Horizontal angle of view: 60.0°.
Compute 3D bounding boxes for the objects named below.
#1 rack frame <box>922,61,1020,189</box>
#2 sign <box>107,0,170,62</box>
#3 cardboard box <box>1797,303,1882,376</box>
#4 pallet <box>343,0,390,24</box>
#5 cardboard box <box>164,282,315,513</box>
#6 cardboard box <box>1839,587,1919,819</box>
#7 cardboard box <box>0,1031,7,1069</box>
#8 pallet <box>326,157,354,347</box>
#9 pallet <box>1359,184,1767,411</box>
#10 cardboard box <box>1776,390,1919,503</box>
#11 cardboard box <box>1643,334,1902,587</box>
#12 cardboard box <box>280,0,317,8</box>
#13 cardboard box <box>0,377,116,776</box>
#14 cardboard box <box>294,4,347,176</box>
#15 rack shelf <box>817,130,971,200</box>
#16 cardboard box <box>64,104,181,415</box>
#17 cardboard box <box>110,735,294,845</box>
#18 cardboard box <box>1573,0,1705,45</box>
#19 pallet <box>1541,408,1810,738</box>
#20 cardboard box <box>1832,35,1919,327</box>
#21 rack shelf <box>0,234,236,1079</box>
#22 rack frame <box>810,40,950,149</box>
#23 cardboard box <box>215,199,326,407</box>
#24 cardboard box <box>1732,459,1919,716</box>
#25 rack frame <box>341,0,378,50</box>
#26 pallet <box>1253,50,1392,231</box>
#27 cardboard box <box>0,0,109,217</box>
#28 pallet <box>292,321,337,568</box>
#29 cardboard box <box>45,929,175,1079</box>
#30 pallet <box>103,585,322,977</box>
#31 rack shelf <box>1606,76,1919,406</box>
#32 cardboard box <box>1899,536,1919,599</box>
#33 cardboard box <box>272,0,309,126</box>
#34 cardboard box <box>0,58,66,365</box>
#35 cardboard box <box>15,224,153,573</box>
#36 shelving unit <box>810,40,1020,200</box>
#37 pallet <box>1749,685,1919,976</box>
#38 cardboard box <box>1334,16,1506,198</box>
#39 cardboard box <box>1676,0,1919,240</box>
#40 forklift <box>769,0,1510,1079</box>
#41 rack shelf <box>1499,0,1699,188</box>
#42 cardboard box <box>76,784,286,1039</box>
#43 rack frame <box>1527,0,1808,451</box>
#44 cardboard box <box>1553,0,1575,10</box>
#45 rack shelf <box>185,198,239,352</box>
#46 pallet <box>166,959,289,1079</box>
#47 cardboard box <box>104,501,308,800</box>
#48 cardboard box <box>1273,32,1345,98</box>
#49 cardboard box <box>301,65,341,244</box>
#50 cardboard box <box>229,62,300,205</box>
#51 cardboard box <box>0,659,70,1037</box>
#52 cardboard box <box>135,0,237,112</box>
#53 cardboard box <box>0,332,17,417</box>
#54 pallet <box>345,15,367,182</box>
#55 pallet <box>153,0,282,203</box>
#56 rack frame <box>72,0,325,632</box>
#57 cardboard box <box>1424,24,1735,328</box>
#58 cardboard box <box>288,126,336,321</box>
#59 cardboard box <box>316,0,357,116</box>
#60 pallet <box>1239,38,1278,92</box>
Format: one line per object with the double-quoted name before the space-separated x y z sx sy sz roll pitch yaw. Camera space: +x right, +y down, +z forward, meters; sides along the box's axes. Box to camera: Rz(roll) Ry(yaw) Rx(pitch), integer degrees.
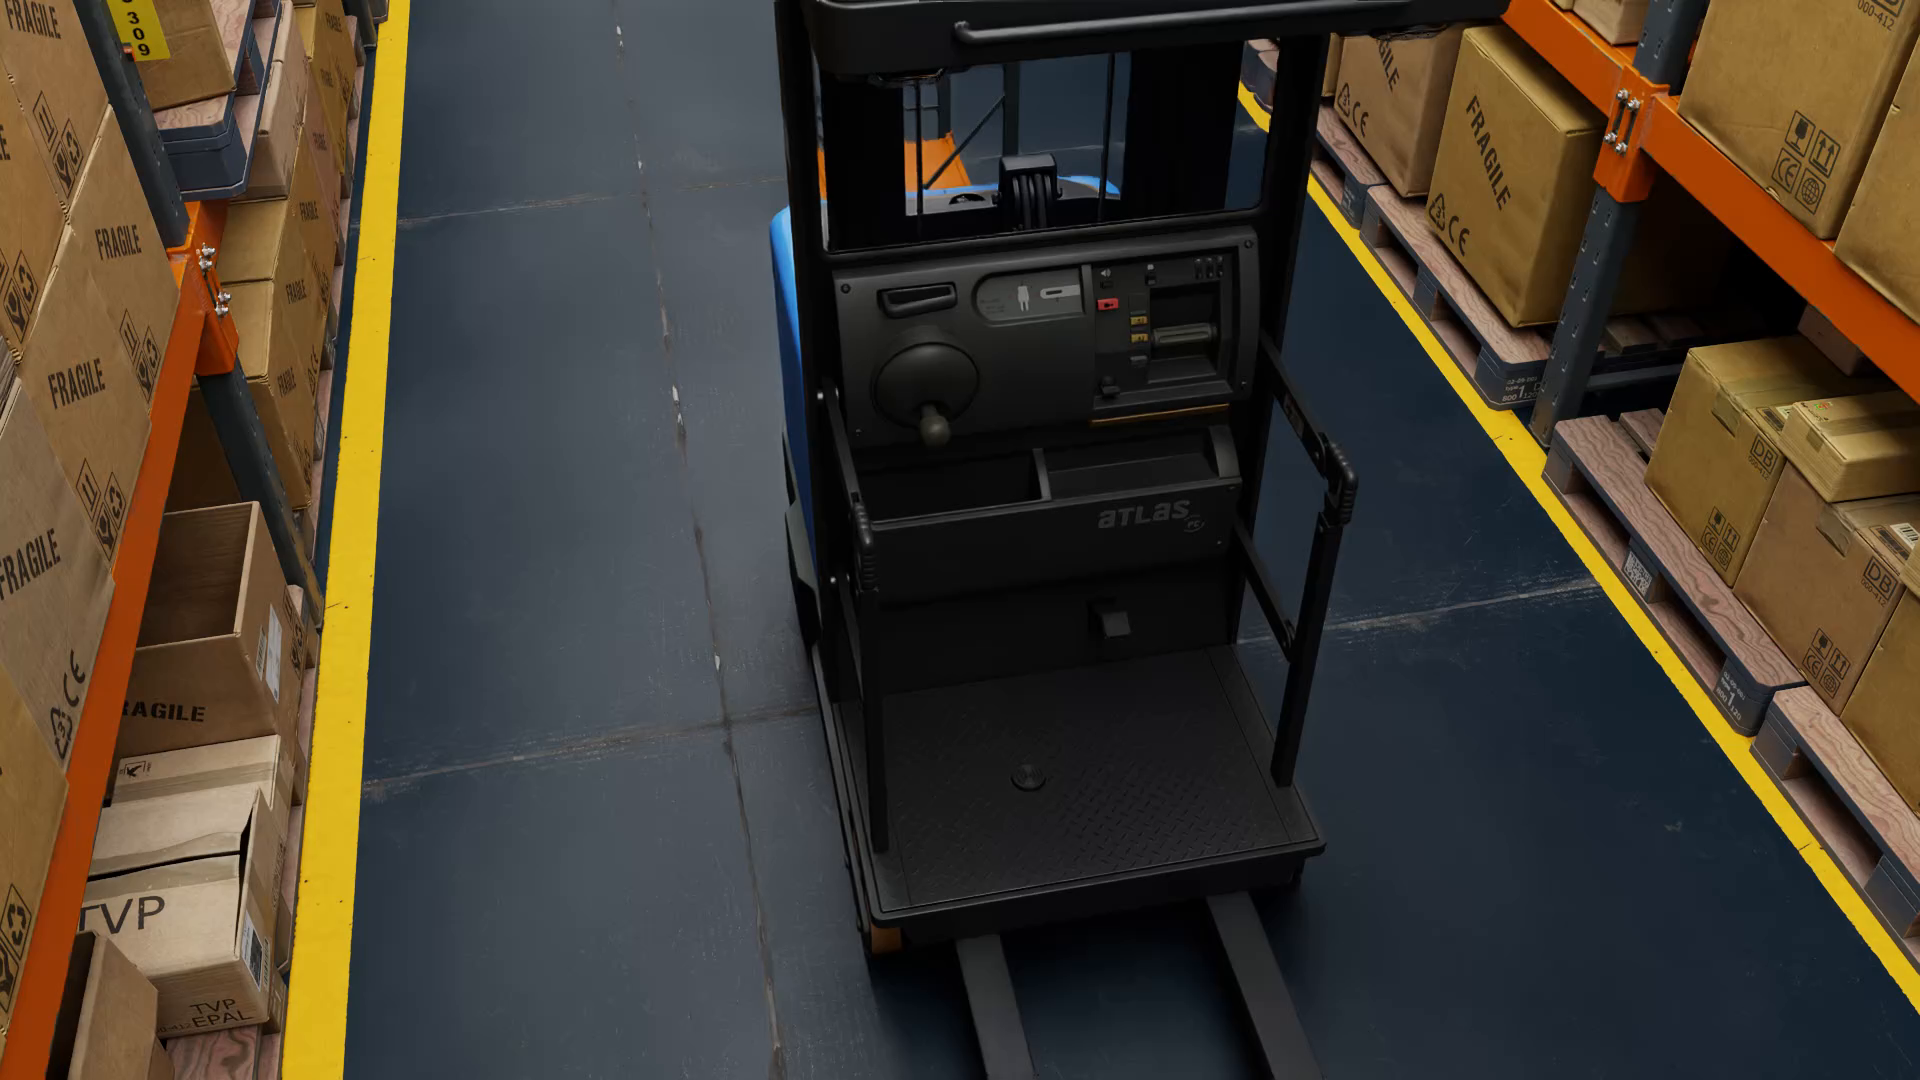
"rack frame" -0.080 -0.828 5.053 0.500 1.500 0.032 -8 42 -9
"sign" -1.870 -1.228 3.721 0.100 0.325 0.005 -8 42 -9
"cardboard box" 2.662 -0.621 4.768 0.380 0.149 0.250 -9 42 -10
"pallet" -3.401 -2.910 8.369 1.003 0.211 1.213 -8 42 -9
"cardboard box" -2.265 -0.399 4.992 0.500 0.500 0.500 -10 43 -11
"cardboard box" 2.713 0.403 4.103 0.700 0.500 0.500 -7 42 -8
"cardboard box" -1.595 0.750 2.071 0.500 0.500 0.500 -8 42 -9
"pallet" -2.877 -1.092 6.322 1.003 0.211 1.213 -8 42 -9
"pallet" 2.198 -0.980 6.195 1.003 0.211 1.213 -8 42 -9
"cardboard box" 2.395 -0.250 4.351 0.380 0.149 0.250 -7 42 -8
"cardboard box" 2.499 -0.256 4.846 0.700 0.500 0.500 -8 42 -9
"cardboard box" -2.814 -2.316 6.586 0.500 0.250 0.500 -7 42 -8
"cardboard box" -1.814 0.095 2.808 0.500 0.500 0.500 -7 42 -8
"cardboard box" -2.719 -1.735 6.497 0.500 0.500 0.500 -10 43 -11
"rack shelf" -0.181 -1.025 5.545 0.538 0.185 1.000 -8 42 -9
"cardboard box" -2.040 -0.571 3.559 0.500 0.500 0.500 -8 42 -9
"cardboard box" -1.859 0.644 4.081 0.380 0.149 0.250 -8 42 -9
"cardboard box" 2.089 -1.625 4.996 0.380 0.149 0.250 -8 42 -9
"pallet" 2.526 0.014 5.076 1.003 0.211 1.213 -8 42 -9
"cardboard box" 2.691 -0.818 3.685 0.980 0.700 0.700 -9 42 -10
"rack shelf" -1.966 0.744 2.694 1.077 0.370 4.000 -8 42 -9
"rack frame" -0.282 -1.490 5.799 0.500 1.500 0.032 -8 42 -9
"cardboard box" -2.391 -0.743 5.379 0.500 0.500 0.500 -8 42 -9
"cardboard box" 2.604 0.070 4.478 0.700 0.500 0.500 -9 42 -10
"rack frame" -3.262 -3.414 6.836 1.000 3.000 0.127 -8 42 -9
"pallet" 1.931 -1.772 7.087 1.003 0.211 1.213 -8 42 -9
"cardboard box" -2.036 -0.942 3.223 0.500 0.500 0.500 -8 42 -9
"pallet" -2.611 -0.300 5.429 1.003 0.211 1.213 -8 42 -9
"cardboard box" -1.988 1.165 3.227 0.797 0.503 0.637 -8 42 -9
"pallet" -2.251 0.667 4.340 1.003 0.211 1.213 -8 42 -9
"rack shelf" 2.870 0.032 3.496 1.077 0.370 4.000 -8 42 -9
"cardboard box" 2.508 0.088 3.970 0.380 0.149 0.250 -9 42 -11
"cardboard box" -2.589 -1.653 5.839 0.500 0.250 0.500 -9 42 -10
"cardboard box" -1.923 -0.610 2.849 0.500 0.500 0.500 -9 42 -10
"cardboard box" -1.927 -0.237 3.182 0.500 0.500 0.500 -7 42 -8
"shelving unit" -0.179 -1.153 5.419 0.587 1.500 1.083 -8 42 -9
"pallet" 2.792 0.806 4.183 1.003 0.211 1.213 -8 42 -9
"cardboard box" 1.976 -1.865 6.394 0.750 0.750 0.750 -7 42 -8
"cardboard box" 2.539 -1.291 4.219 0.980 0.700 0.700 -8 42 -9
"forklift" 0.242 -0.352 3.438 1.130 2.935 3.031 -8 42 -9
"rack shelf" 2.006 -2.561 6.417 1.077 0.370 4.000 -8 42 -9
"cardboard box" -1.836 0.835 3.744 0.500 0.311 0.500 -8 42 -9
"rack frame" 2.438 -1.533 4.718 1.000 3.000 0.127 -8 42 -9
"cardboard box" 2.011 -1.786 5.176 0.380 0.149 0.250 -8 42 -8
"rack shelf" -2.830 -1.848 5.615 1.077 0.370 4.000 -8 42 -9
"pallet" -1.984 1.460 3.447 1.003 0.211 1.213 -8 42 -9
"cardboard box" -1.998 0.278 4.229 0.500 0.500 0.500 -8 42 -9
"cardboard box" 1.788 -2.415 7.014 0.750 0.750 0.750 -9 42 -9
"cardboard box" -2.600 -1.396 6.115 0.500 0.500 0.500 -10 43 -11
"cardboard box" -2.480 -1.328 5.473 0.500 0.250 0.500 -8 42 -9
"cardboard box" -1.701 0.425 2.436 0.500 0.500 0.500 -8 42 -9
"cardboard box" -2.282 -1.355 4.125 0.700 0.500 0.500 -23 46 -23
"cardboard box" -1.814 -0.283 2.481 0.500 0.500 0.500 -8 42 -9
"pallet" -3.137 -1.882 7.211 1.003 0.211 1.213 -8 42 -9
"pallet" -2.464 -1.283 4.580 1.003 0.211 1.213 -8 42 -9
"rack frame" -2.398 -0.821 3.915 1.000 3.000 0.127 -8 42 -9
"cardboard box" 2.171 -1.289 5.746 0.750 0.750 0.750 -8 42 -9
"cardboard box" -2.491 -1.068 5.746 0.500 0.500 0.500 -8 42 -9
"cardboard box" -2.830 -2.071 6.875 0.500 0.500 0.500 -7 42 -8
"pallet" 1.671 -2.561 7.977 1.003 0.211 1.213 -8 42 -9
